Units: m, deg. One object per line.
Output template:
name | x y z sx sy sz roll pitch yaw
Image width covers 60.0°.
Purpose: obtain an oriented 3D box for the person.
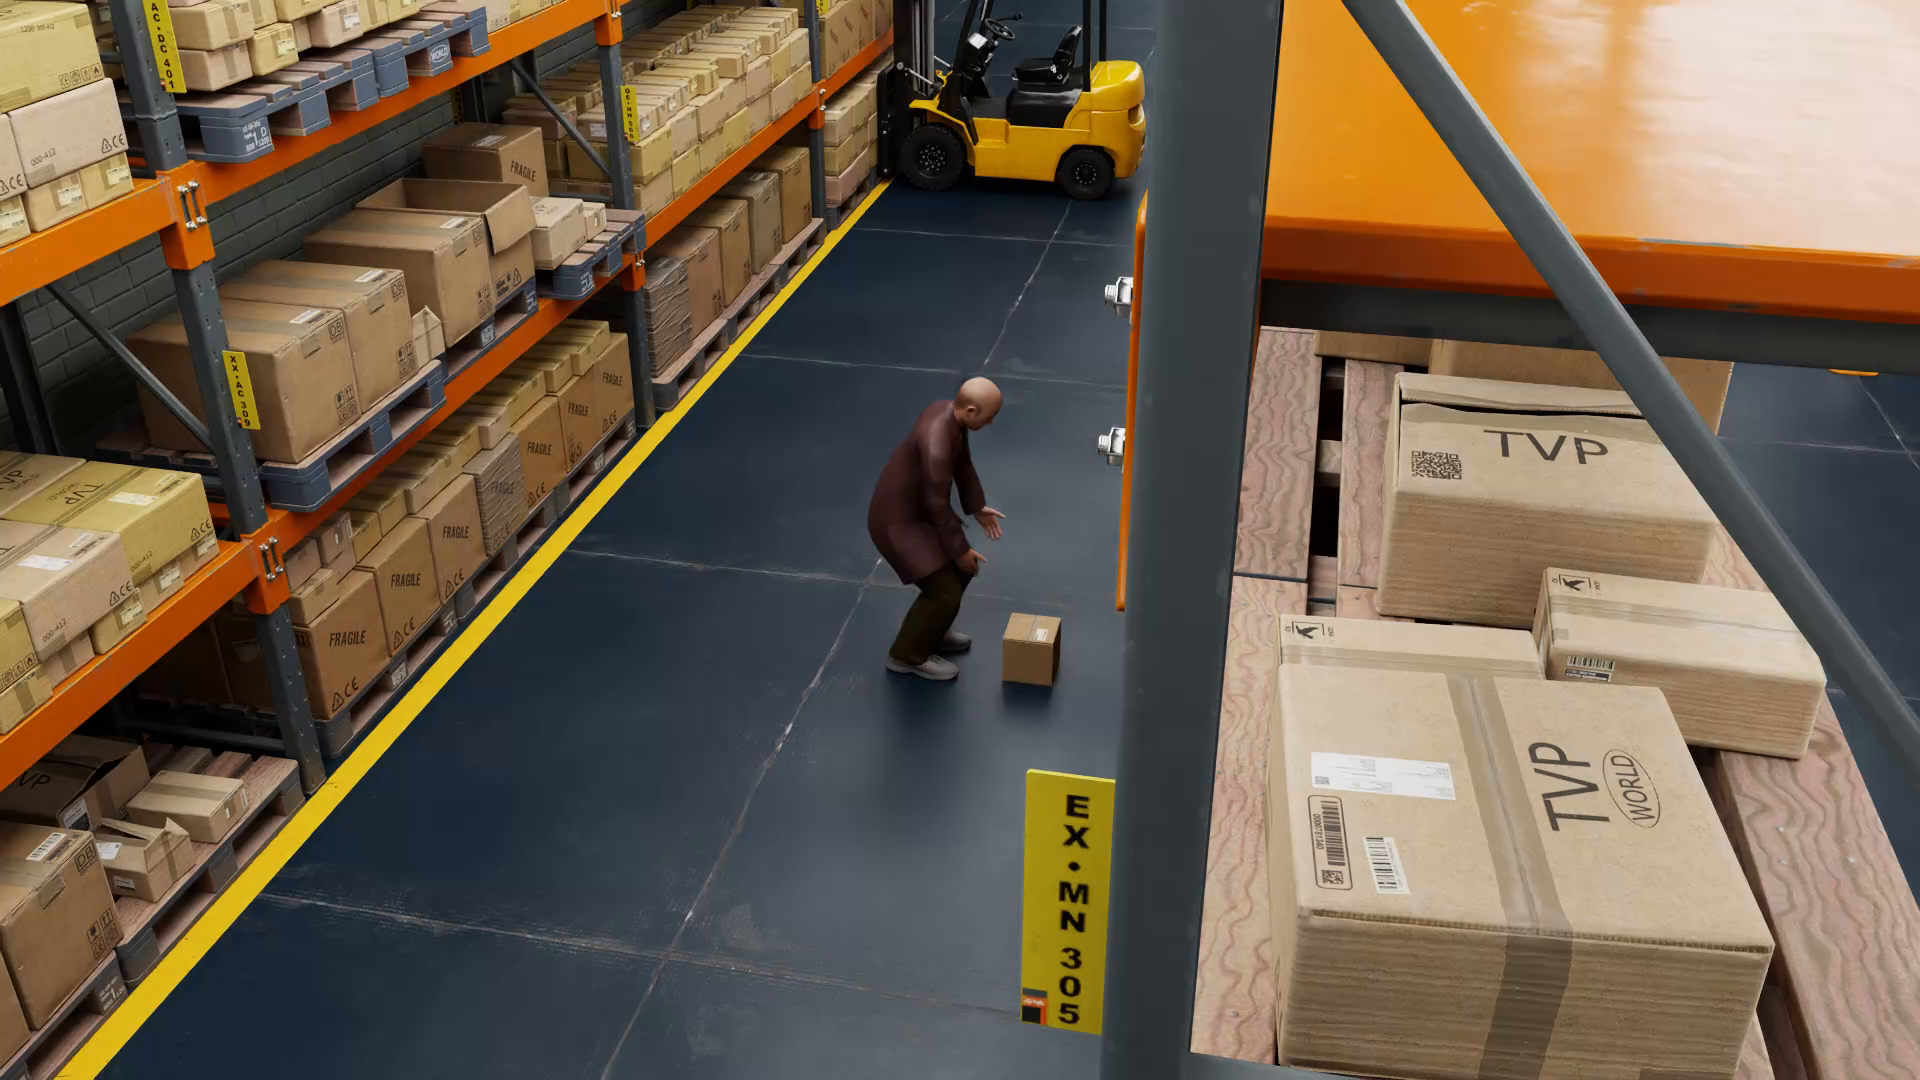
person | -0.119 -0.028 8.095 0.636 1.401 0.627 6 29 11
